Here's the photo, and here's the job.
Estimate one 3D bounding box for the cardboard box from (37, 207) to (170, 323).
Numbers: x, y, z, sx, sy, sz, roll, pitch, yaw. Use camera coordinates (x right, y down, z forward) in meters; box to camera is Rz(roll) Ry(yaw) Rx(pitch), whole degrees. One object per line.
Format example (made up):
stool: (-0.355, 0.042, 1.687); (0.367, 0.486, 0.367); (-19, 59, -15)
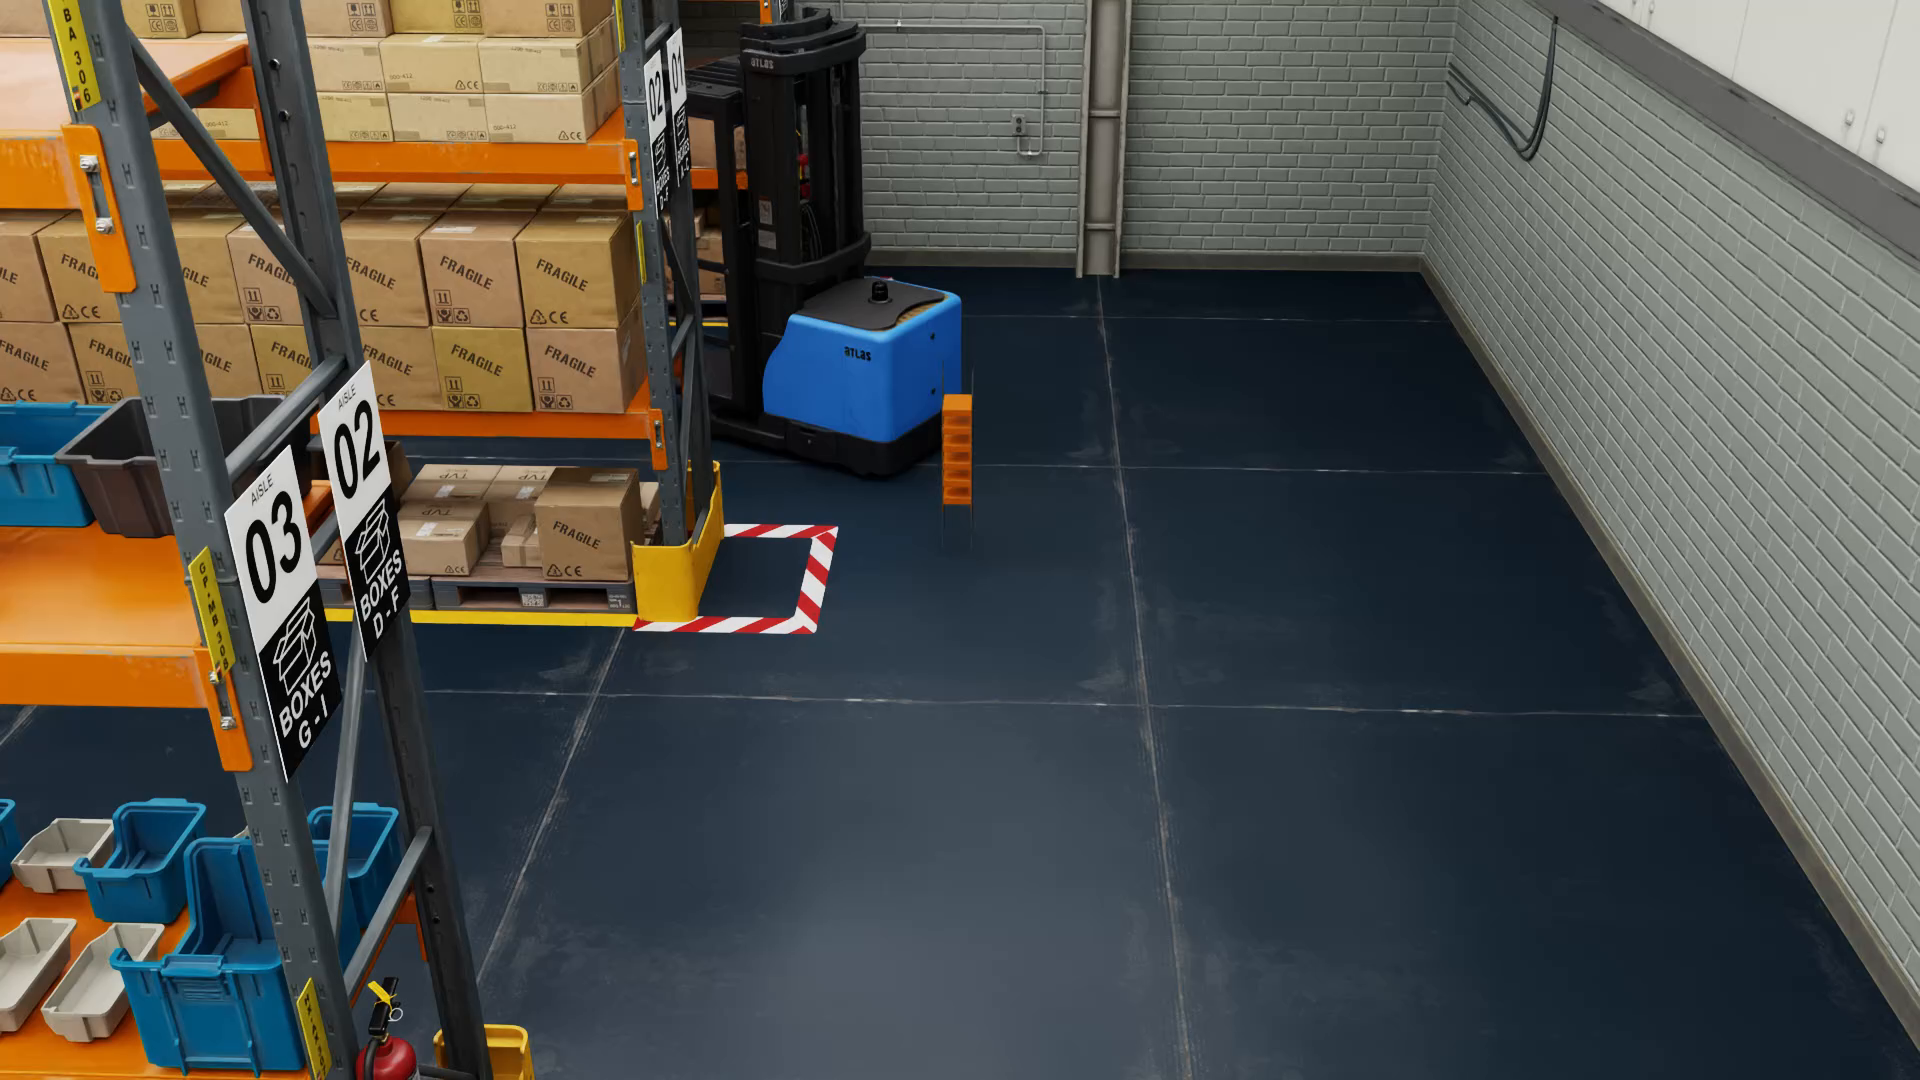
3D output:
cardboard box: (-4.654, -1.519, 9.164); (0.500, 0.500, 0.500); (0, 28, 0)

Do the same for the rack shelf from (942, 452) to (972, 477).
rack shelf: (-0.014, -0.491, 10.416); (0.180, 0.103, 0.258); (1, 28, 2)

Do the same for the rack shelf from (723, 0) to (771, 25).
rack shelf: (-3.461, -4.474, 13.479); (4.000, 0.370, 1.077); (1, 28, 2)

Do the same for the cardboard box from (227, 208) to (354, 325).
cardboard box: (-3.624, -1.502, 9.133); (0.500, 0.500, 0.500); (2, 28, 3)

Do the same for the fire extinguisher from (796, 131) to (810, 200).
fire extinguisher: (-1.328, -3.016, 13.644); (0.183, 0.674, 0.296); (1, 28, 2)

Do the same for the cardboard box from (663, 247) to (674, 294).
cardboard box: (-2.665, -2.488, 14.386); (0.500, 0.500, 0.700); (1, 28, 2)

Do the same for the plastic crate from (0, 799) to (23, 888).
plastic crate: (-3.363, 1.071, 5.567); (0.300, 0.233, 0.416); (1, 28, 2)

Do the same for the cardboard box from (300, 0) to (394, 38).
cardboard box: (-3.147, -2.933, 8.629); (0.500, 0.500, 0.700); (1, 28, 2)

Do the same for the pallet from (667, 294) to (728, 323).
pallet: (-2.264, -2.178, 14.559); (1.213, 0.211, 1.003); (1, 28, 2)

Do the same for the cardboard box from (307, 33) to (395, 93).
cardboard box: (-3.155, -2.502, 8.617); (0.500, 0.250, 0.500); (1, 28, 2)

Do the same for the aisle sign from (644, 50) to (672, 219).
aisle sign: (-1.576, -2.119, 8.695); (0.004, 0.787, 0.394); (1, 28, 2)

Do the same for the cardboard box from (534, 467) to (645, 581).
cardboard box: (-2.185, -0.099, 9.858); (0.500, 0.500, 0.500); (1, 28, 2)

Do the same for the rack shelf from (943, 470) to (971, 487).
rack shelf: (-0.014, -0.385, 10.472); (0.180, 0.103, 0.258); (1, 28, 2)

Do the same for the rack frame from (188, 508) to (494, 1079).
rack frame: (-1.812, 1.203, 5.203); (0.127, 3.000, 1.000); (1, 28, 2)

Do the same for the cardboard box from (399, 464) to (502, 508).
cardboard box: (-3.166, -0.253, 10.416); (0.500, 0.250, 0.500); (1, 28, 2)

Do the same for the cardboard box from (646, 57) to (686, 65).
cardboard box: (-2.700, -3.577, 13.900); (0.700, 0.700, 0.980); (1, 28, 1)

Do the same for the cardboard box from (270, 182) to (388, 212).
cardboard box: (-3.598, -1.755, 9.610); (0.500, 0.500, 0.500); (1, 28, 1)

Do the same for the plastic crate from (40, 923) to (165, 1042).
plastic crate: (-2.633, 1.365, 5.116); (0.243, 0.136, 0.396); (1, 28, 2)

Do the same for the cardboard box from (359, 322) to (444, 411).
cardboard box: (-3.107, -1.057, 9.360); (0.500, 0.500, 0.500); (1, 28, 2)

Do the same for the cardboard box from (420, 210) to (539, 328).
cardboard box: (-2.593, -1.488, 9.105); (0.500, 0.500, 0.500); (2, 28, 3)

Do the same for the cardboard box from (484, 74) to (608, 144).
cardboard box: (-2.156, -2.259, 8.692); (0.500, 0.250, 0.500); (1, 28, 2)

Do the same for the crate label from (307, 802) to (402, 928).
crate label: (-2.047, 1.093, 5.526); (0.303, 0.233, 0.416); (1, 28, 2)

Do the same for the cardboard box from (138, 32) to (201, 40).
cardboard box: (-4.155, -2.516, 8.642); (0.500, 0.250, 0.500); (1, 28, 2)

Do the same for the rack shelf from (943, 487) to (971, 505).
rack shelf: (-0.014, -0.279, 10.528); (0.180, 0.103, 0.258); (1, 28, 2)

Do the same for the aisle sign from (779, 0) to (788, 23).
aisle sign: (-1.401, -4.441, 13.074); (0.004, 0.787, 0.394); (1, 28, 2)

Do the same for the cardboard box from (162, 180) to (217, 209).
cardboard box: (-4.604, -1.773, 9.643); (0.500, 0.500, 0.500); (0, 28, 1)

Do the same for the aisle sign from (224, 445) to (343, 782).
aisle sign: (-1.750, 0.193, 4.333); (0.004, 0.787, 0.394); (1, 28, 2)

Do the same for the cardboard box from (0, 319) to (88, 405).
cardboard box: (-5.131, -1.089, 9.421); (0.500, 0.500, 0.500); (2, 28, 3)

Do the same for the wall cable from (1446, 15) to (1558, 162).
wall cable: (4.178, -4.452, 12.781); (0.112, 2.526, 3.097); (1, 28, 2)

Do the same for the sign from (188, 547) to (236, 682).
sign: (-1.815, 0.182, 4.038); (0.005, 0.325, 0.100); (1, 28, 2)

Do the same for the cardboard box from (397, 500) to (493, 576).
cardboard box: (-3.134, -0.018, 9.973); (0.500, 0.250, 0.500); (1, 28, 2)

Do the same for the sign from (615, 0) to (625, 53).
sign: (-1.673, -2.572, 8.177); (0.005, 0.325, 0.100); (1, 28, 2)

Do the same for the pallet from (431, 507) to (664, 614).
pallet: (-2.506, 0.103, 10.256); (1.213, 0.211, 1.003); (1, 28, 2)

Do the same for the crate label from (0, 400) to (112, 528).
crate label: (-2.722, -0.223, 4.849); (0.502, 0.251, 0.408); (1, 28, 2)

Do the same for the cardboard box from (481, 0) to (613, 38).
cardboard box: (-2.147, -2.927, 8.618); (0.500, 0.500, 0.700); (1, 28, 2)

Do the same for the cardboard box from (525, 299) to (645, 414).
cardboard box: (-2.090, -1.039, 9.326); (0.500, 0.500, 0.500); (2, 28, 3)

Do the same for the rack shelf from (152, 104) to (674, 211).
rack shelf: (-3.632, -2.156, 9.104); (4.000, 0.370, 1.077); (1, 28, 2)

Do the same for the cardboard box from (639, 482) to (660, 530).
cardboard box: (-2.040, -0.218, 10.457); (0.250, 0.149, 0.380); (1, 28, 2)

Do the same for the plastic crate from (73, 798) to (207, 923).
plastic crate: (-2.705, 1.082, 5.547); (0.300, 0.233, 0.416); (1, 28, 2)

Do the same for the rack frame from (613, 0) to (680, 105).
rack frame: (-1.633, -3.766, 8.171); (0.127, 3.000, 1.000); (1, 28, 2)

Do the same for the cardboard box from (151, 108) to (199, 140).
cardboard box: (-4.154, -2.297, 8.764); (0.500, 0.250, 0.500); (1, 28, 2)

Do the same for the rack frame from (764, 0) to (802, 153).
rack frame: (-1.462, -3.434, 13.950); (0.127, 3.000, 1.000); (1, 28, 2)

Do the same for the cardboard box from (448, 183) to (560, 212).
cardboard box: (-2.590, -1.737, 9.575); (0.500, 0.500, 0.500); (1, 28, 2)

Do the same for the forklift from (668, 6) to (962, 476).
forklift: (-1.496, -2.240, 11.771); (3.031, 2.935, 1.130); (16, 32, 28)

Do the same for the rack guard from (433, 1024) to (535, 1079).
rack guard: (-1.787, 2.302, 5.799); (0.348, 0.500, 1.175); (1, 28, 2)

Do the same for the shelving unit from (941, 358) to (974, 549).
shelving unit: (-0.014, -0.530, 10.395); (0.189, 1.200, 0.258); (1, 28, 2)

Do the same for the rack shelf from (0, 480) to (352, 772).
rack shelf: (-3.811, 0.163, 4.731); (4.000, 0.370, 1.077); (1, 28, 2)

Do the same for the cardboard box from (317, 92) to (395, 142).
cardboard box: (-3.155, -2.275, 8.721); (0.500, 0.250, 0.500); (1, 28, 2)

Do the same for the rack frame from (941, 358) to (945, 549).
rack frame: (-0.106, -0.532, 10.398); (0.006, 1.200, 0.240); (1, 28, 2)

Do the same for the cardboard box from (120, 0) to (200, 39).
cardboard box: (-4.149, -2.922, 8.608); (0.500, 0.500, 0.700); (1, 28, 2)

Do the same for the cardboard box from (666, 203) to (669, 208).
cardboard box: (-2.540, -2.866, 14.407); (0.250, 0.149, 0.380); (1, 28, 2)

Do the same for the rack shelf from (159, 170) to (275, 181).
rack shelf: (-7.458, -3.215, 14.306); (4.000, 0.370, 1.077); (1, 28, 2)

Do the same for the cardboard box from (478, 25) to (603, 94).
cardboard box: (-2.156, -2.484, 8.583); (0.500, 0.250, 0.500); (1, 28, 2)

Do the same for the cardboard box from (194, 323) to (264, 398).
cardboard box: (-4.119, -1.073, 9.390); (0.500, 0.500, 0.500); (1, 28, 2)

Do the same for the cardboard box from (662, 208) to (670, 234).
cardboard box: (-2.555, -2.687, 14.069); (0.250, 0.149, 0.380); (2, 28, 3)
